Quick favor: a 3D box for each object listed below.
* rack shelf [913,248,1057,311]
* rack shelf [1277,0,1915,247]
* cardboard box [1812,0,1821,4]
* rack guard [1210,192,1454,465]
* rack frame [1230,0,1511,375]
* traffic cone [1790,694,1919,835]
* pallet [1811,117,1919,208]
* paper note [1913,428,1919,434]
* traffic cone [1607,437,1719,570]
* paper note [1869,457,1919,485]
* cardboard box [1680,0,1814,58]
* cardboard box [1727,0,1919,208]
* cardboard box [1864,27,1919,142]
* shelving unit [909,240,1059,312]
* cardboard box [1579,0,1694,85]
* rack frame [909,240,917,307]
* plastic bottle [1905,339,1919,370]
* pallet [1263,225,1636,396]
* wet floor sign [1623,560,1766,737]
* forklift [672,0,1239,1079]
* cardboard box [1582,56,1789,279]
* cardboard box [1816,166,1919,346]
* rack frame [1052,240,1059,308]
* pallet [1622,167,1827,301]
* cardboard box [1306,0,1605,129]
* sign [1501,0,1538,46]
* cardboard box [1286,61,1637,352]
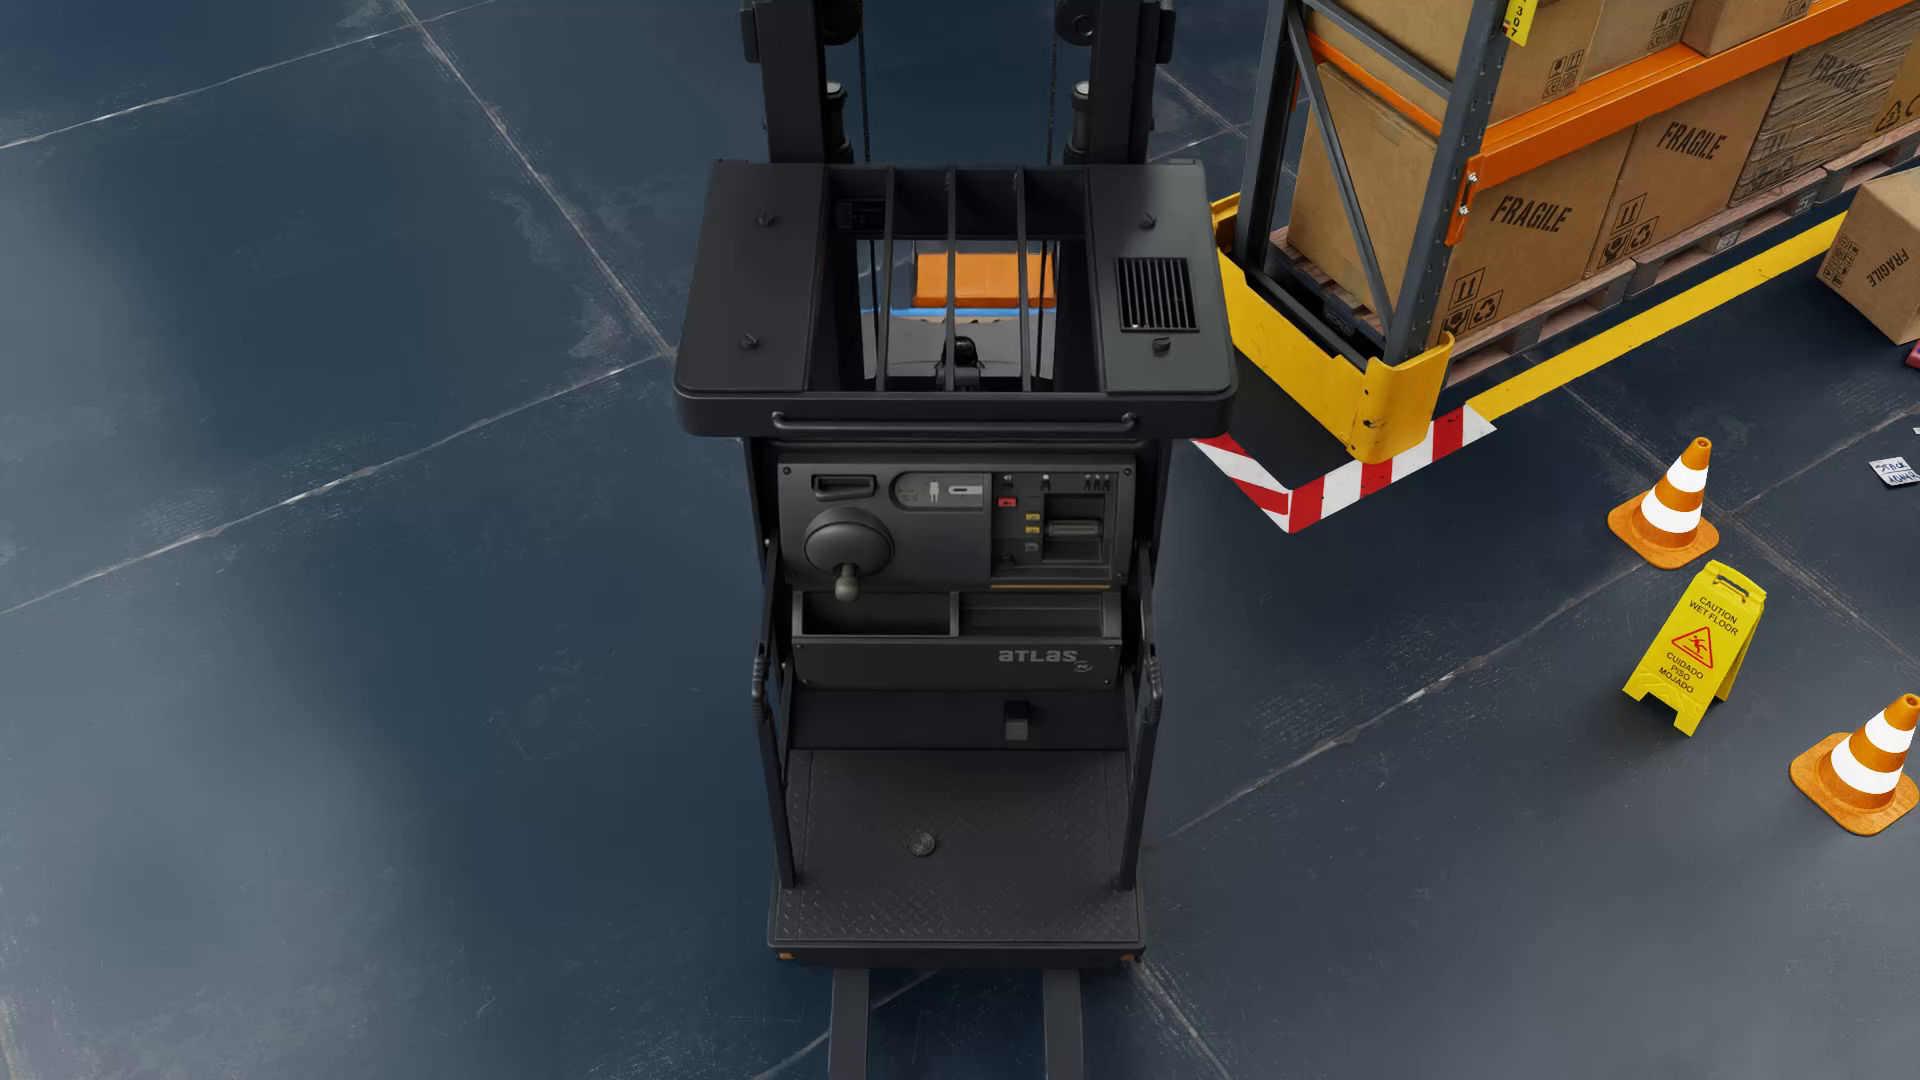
[{"bbox_3d":[0.084,-0.861,5.686,0.480,0.148,0.258,0,48,0],"label":"rack shelf"},{"bbox_3d":[3.139,-2.278,6.752,4.000,0.370,1.077,-25,53,-21],"label":"rack shelf"},{"bbox_3d":[3.157,-2.561,6.422,0.500,0.550,0.875,-25,53,-21],"label":"cardboard box"},{"bbox_3d":[1.427,-0.880,6.699,0.348,0.500,1.175,-25,53,-21],"label":"rack guard"},{"bbox_3d":[1.447,-1.721,5.774,0.127,3.000,1.000,-25,53,-21],"label":"rack frame"},{"bbox_3d":[2.969,0.657,5.355,0.334,0.463,0.336,-25,53,-21],"label":"traffic cone"},{"bbox_3d":[4.145,-2.134,8.009,1.213,0.211,1.003,-25,53,-21],"label":"pallet"},{"bbox_3d":[3.869,-0.437,6.632,0.123,0.001,0.032,-2,48,-1],"label":"paper note"},{"bbox_3d":[2.654,-0.192,6.111,0.334,0.463,0.336,-25,53,-21],"label":"traffic cone"},{"bbox_3d":[3.644,-0.269,6.470,0.142,0.017,0.144,-9,49,-8],"label":"paper note"},{"bbox_3d":[2.731,-2.324,6.211,0.550,0.550,0.875,-25,53,-21],"label":"cardboard box"},{"bbox_3d":[3.500,-2.180,7.324,0.875,0.875,0.875,-25,53,-21],"label":"cardboard box"},{"bbox_3d":[4.261,-2.541,7.646,0.875,0.875,0.875,-24,53,-20],"label":"cardboard box"},{"bbox_3d":[0.085,-0.599,5.978,0.503,1.200,0.258,0,48,0],"label":"shelving unit"},{"bbox_3d":[2.190,-2.180,6.082,0.550,0.550,0.875,-25,53,-21],"label":"cardboard box"},{"bbox_3d":[-0.159,-0.599,5.979,0.015,1.200,0.240,0,48,0],"label":"rack frame"},{"bbox_3d":[4.067,-0.721,6.851,0.283,0.061,0.133,30,55,24],"label":"plastic bottle"},{"bbox_3d":[2.082,-1.161,7.143,1.213,0.211,1.003,-25,53,-21],"label":"pallet"},{"bbox_3d":[2.479,0.324,5.529,0.232,0.644,0.267,-34,57,-27],"label":"wet floor sign"},{"bbox_3d":[-0.007,0.069,4.226,1.130,2.935,3.031,0,48,0],"label":"forklift"},{"bbox_3d":[2.728,-1.818,7.002,0.875,0.875,0.875,-26,53,-21],"label":"cardboard box"},{"bbox_3d":[4.065,-1.217,6.998,0.500,0.500,0.500,-17,51,-15],"label":"cardboard box"},{"bbox_3d":[0.329,-0.598,5.978,0.015,1.200,0.240,0,48,0],"label":"rack frame"},{"bbox_3d":[3.112,-1.645,7.573,1.213,0.211,1.003,-25,53,-21],"label":"pallet"},{"bbox_3d":[1.737,-1.947,5.875,0.550,0.550,0.875,-25,53,-21],"label":"cardboard box"},{"bbox_3d":[1.738,-1.682,5.107,0.005,0.325,0.100,-25,53,-21],"label":"sign"},{"bbox_3d":[1.985,-1.466,6.688,0.875,0.875,0.875,-25,53,-21],"label":"cardboard box"}]
